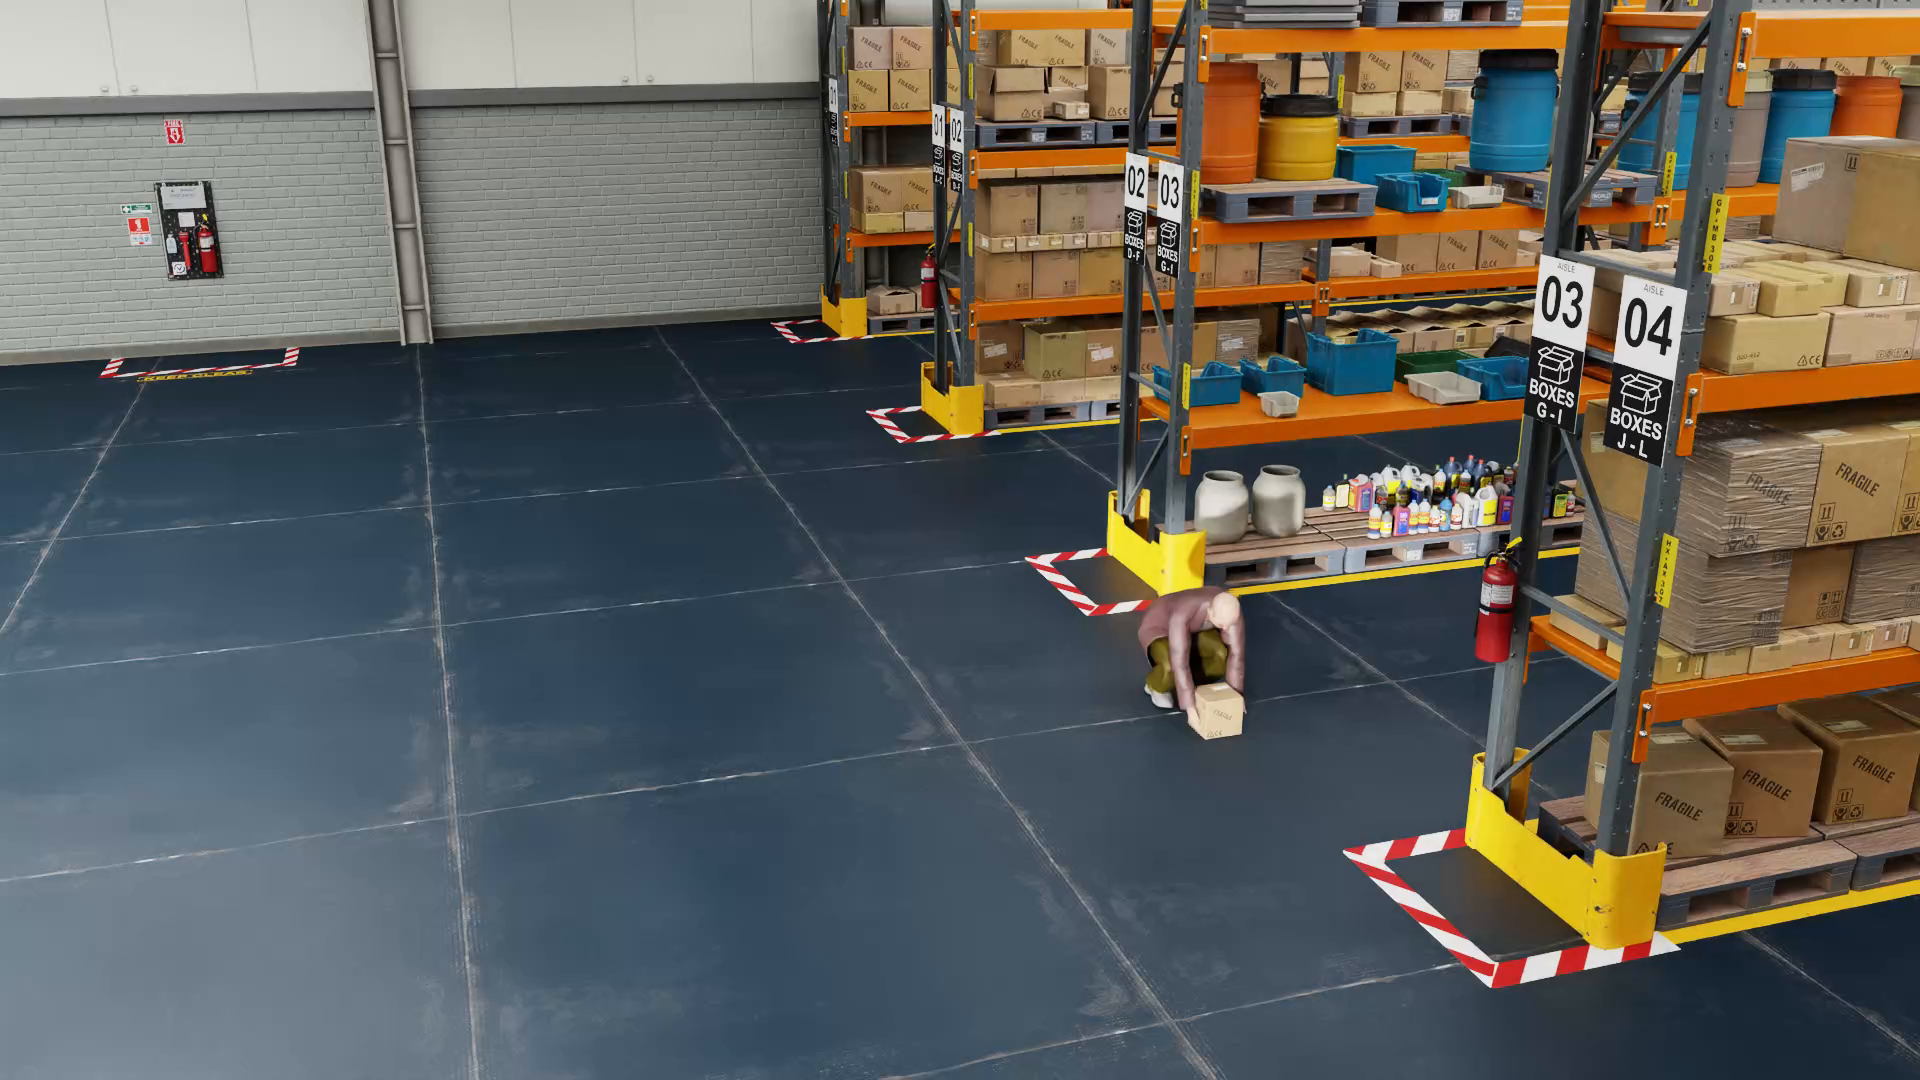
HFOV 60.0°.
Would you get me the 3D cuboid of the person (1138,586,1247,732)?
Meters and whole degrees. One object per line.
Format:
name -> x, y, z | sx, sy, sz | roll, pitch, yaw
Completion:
person -> 1.479, 0.652, 10.570 | 0.600, 0.886, 0.899 | -6, 20, -17
